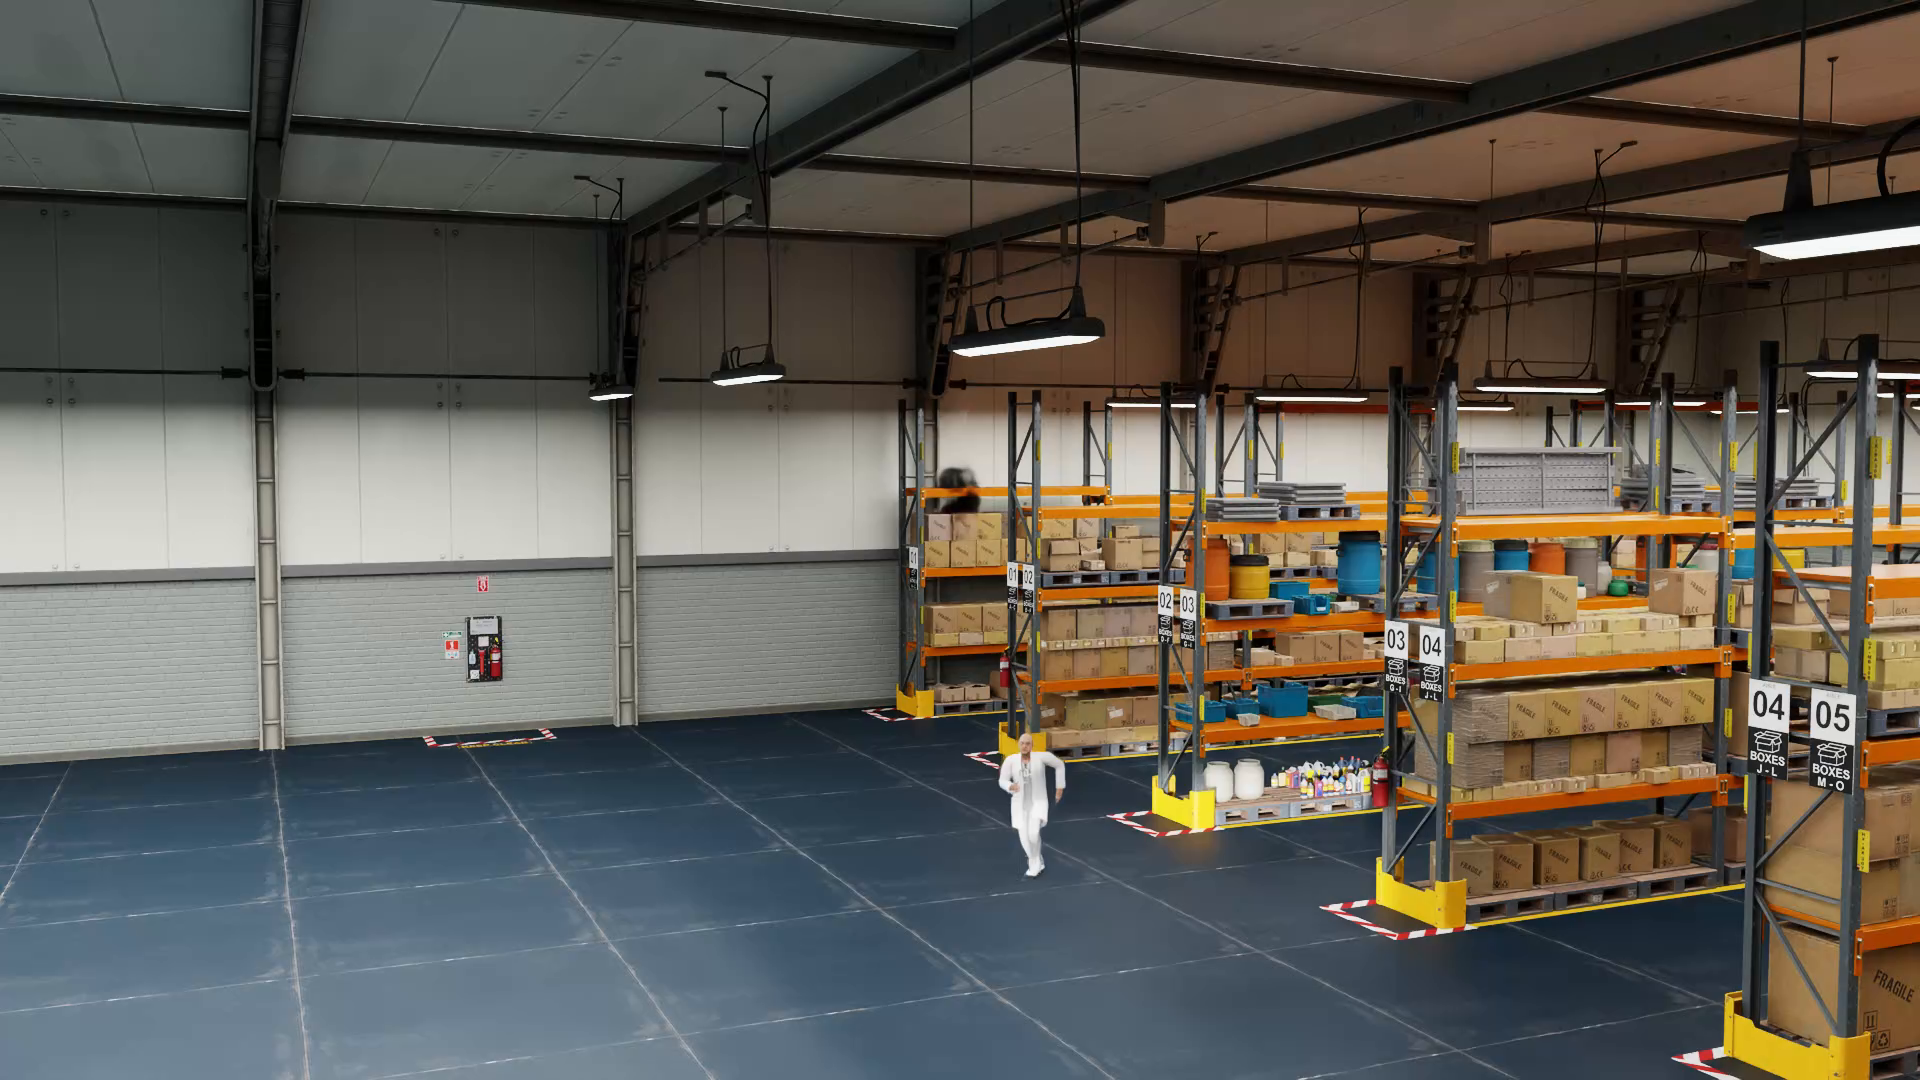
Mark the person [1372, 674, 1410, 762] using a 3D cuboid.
[{"bbox_3d":[7.000,2.726,26.892,0.896,1.740,0.677,-2,4,-33],"label":"person"}]

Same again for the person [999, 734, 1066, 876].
[{"bbox_3d":[0.823,3.138,19.588,0.734,1.727,0.794,1,3,12],"label":"person"}]
